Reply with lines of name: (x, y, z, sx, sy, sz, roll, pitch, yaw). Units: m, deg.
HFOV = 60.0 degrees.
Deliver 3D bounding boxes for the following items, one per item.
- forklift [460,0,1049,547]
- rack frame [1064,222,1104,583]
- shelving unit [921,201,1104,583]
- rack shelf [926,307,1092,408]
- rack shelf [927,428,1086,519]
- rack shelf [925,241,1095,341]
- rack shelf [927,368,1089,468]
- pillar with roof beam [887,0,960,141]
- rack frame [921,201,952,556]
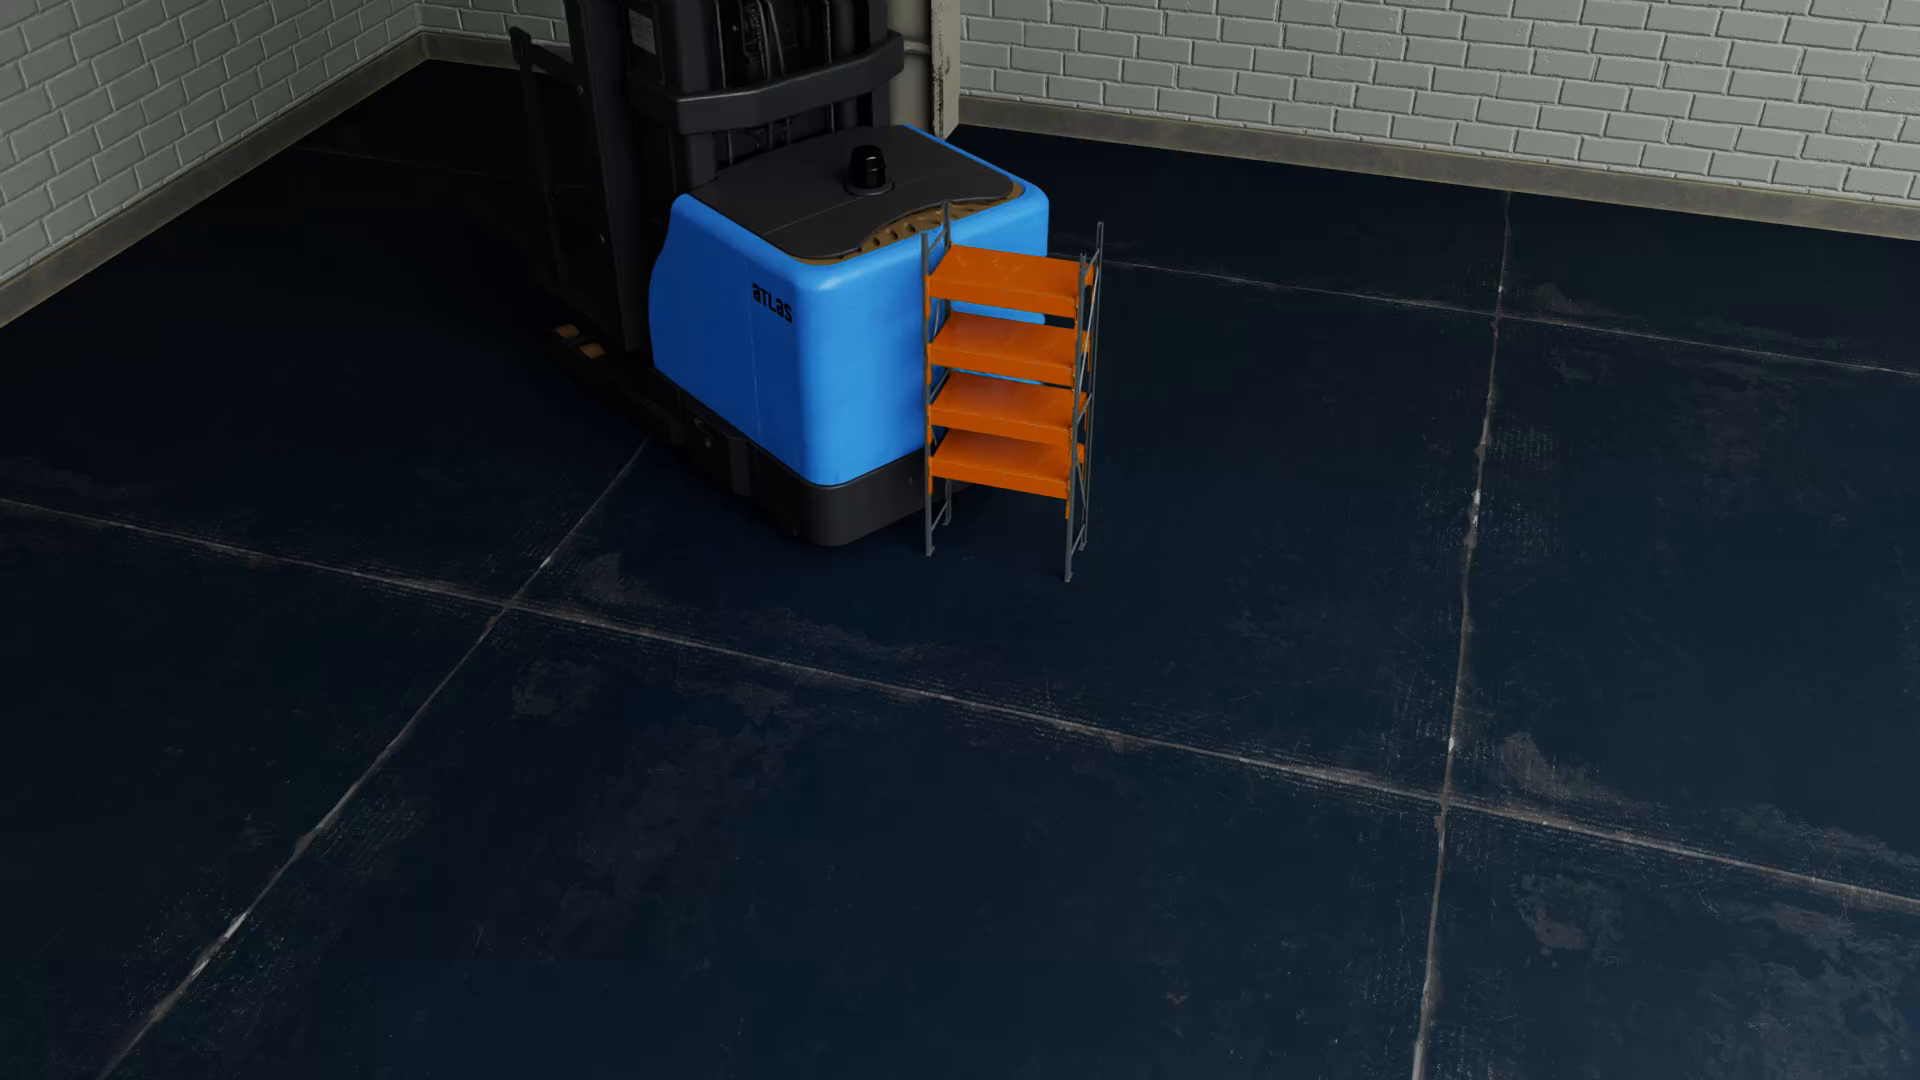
forklift: (-1.015, -1.962, 5.943, 1.130, 2.935, 3.031, -26, 44, -31)
rack frame: (0.392, -0.410, 5.293, 0.015, 1.200, 0.240, 11, 37, 14)
shelving unit: (0.160, -0.453, 5.352, 0.503, 1.200, 0.258, 11, 37, 14)
rack shelf: (0.159, -0.580, 5.260, 0.480, 0.148, 0.258, 11, 37, 14)
rack shelf: (0.160, -0.239, 5.509, 0.480, 0.148, 0.258, 11, 37, 14)
rack shelf: (0.159, -0.771, 5.121, 0.480, 0.148, 0.258, 11, 37, 14)
rack shelf: (0.160, -0.399, 5.392, 0.480, 0.148, 0.258, 11, 37, 14)
pillar with roof beam: (-1.517, -3.339, 2.695, 0.400, 9.000, 9.100, 10, 38, 14)
rack frame: (-0.073, -0.497, 5.412, 0.015, 1.200, 0.240, 11, 37, 14)
